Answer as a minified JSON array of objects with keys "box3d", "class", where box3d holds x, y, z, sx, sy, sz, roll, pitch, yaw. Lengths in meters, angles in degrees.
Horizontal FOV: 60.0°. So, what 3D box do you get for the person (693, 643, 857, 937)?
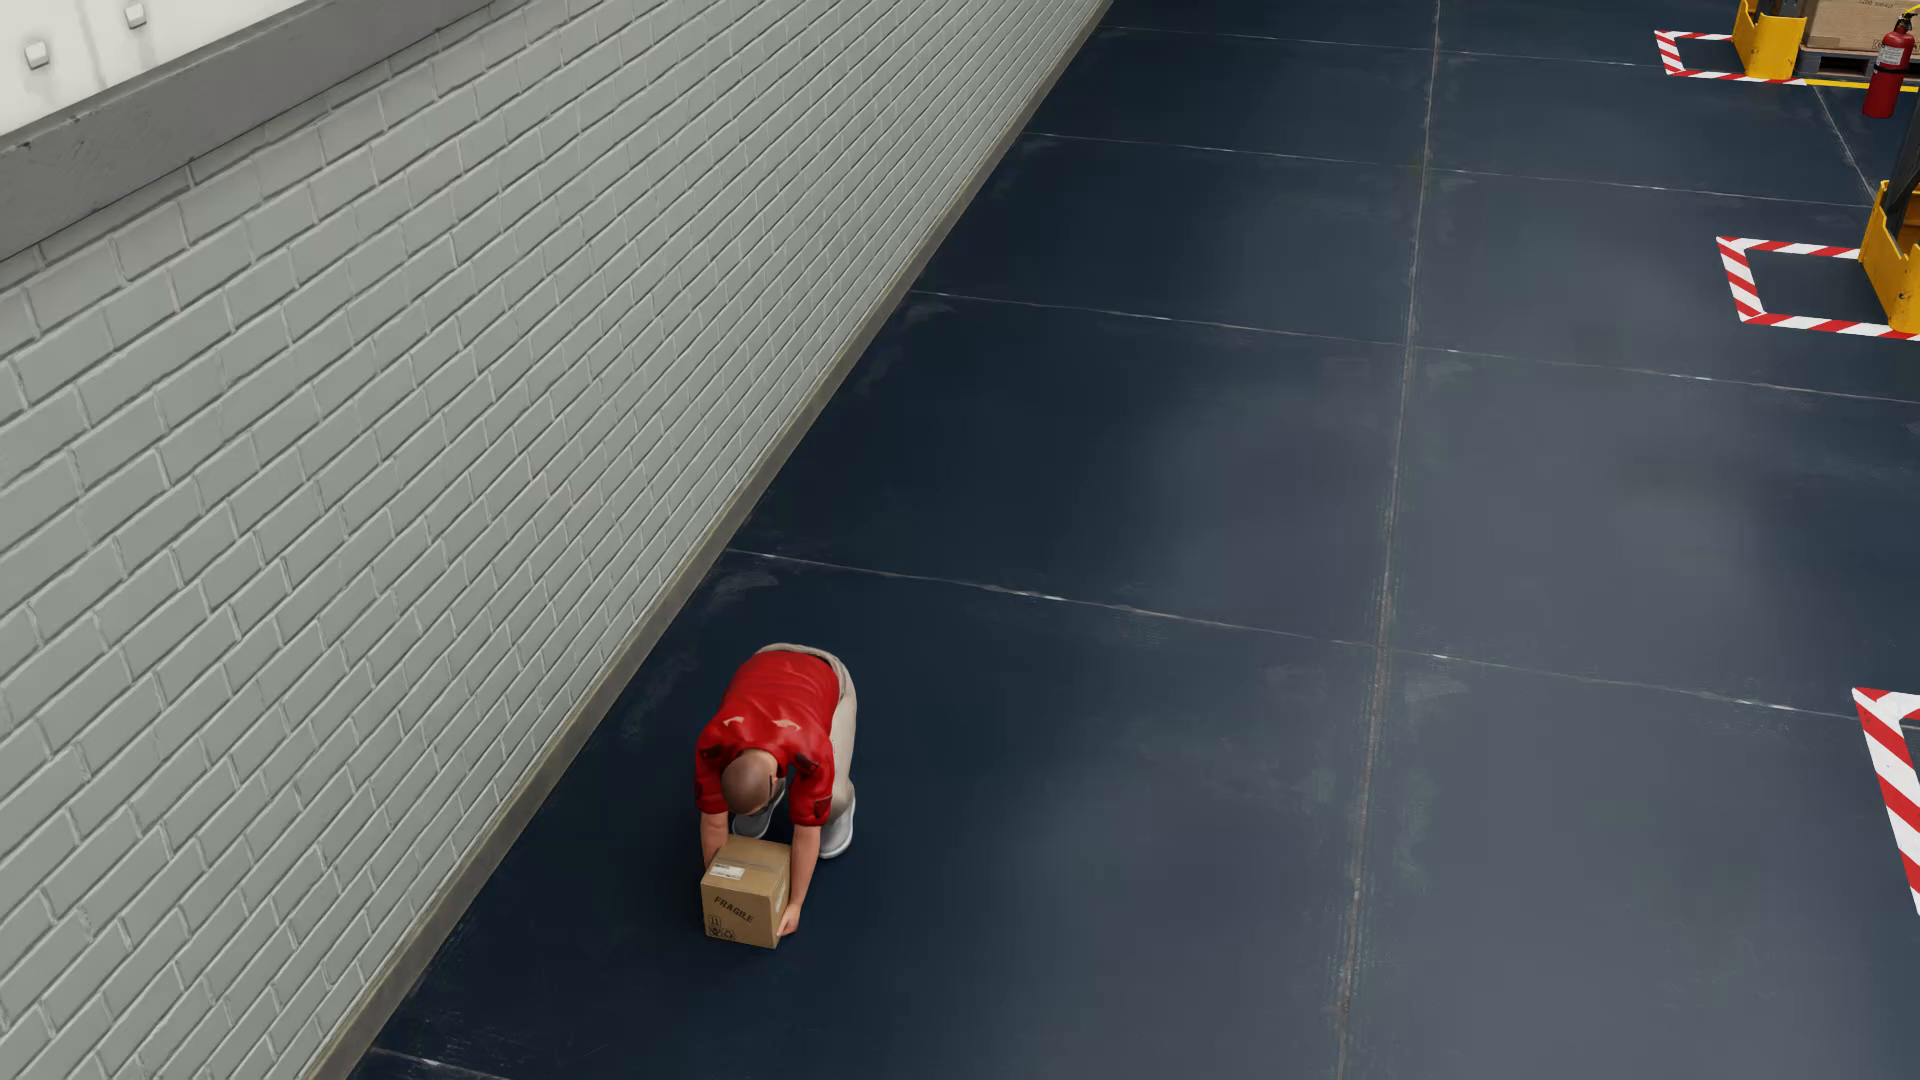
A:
[{"box3d":[-0.636,0.819,5.789,0.529,0.784,0.936,7,33,11],"class":"person"}]
